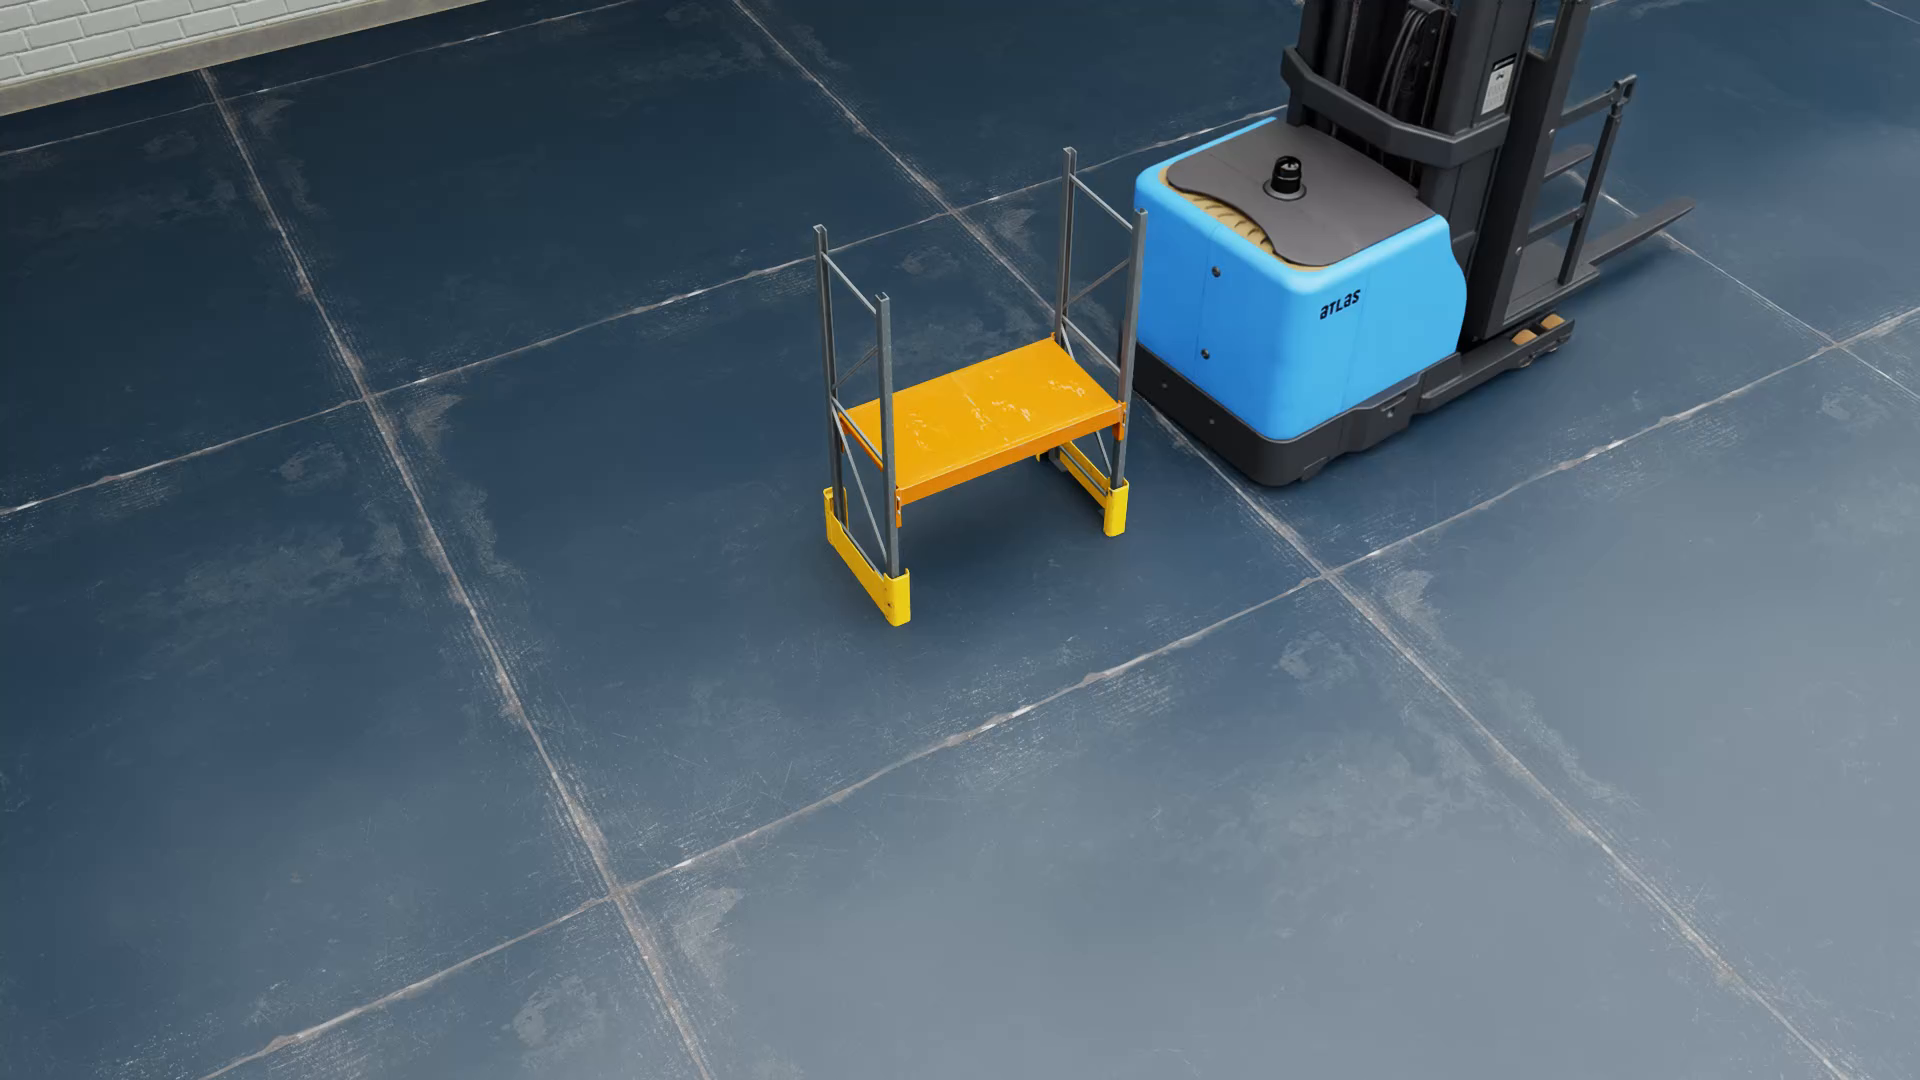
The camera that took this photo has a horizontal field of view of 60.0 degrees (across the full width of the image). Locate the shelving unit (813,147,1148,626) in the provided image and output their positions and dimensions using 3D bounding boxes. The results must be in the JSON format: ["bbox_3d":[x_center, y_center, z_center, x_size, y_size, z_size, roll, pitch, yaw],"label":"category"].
[{"bbox_3d":[0.066,-0.565,6.255,1.083,1.500,0.587,-22,48,-21],"label":"shelving unit"}]

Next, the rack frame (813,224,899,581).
[{"bbox_3d":[-0.367,-0.391,6.076,0.032,1.500,0.500,-22,48,-21],"label":"rack frame"}]

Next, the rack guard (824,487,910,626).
[{"bbox_3d":[-0.366,0.057,6.512,0.087,0.250,0.587,-22,48,-21],"label":"rack guard"}]

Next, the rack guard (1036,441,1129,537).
[{"bbox_3d":[0.498,-0.289,6.868,0.087,0.250,0.587,-22,48,-21],"label":"rack guard"}]

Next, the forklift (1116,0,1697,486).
[{"bbox_3d":[2.188,-2.110,6.819,3.031,2.935,1.130,-27,50,-25],"label":"forklift"}]

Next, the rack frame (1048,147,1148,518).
[{"bbox_3d":[0.515,-0.744,6.440,0.032,1.500,0.500,-22,48,-21],"label":"rack frame"}]

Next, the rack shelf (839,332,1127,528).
[{"bbox_3d":[0.074,-0.439,6.383,1.000,0.185,0.538,-22,48,-21],"label":"rack shelf"}]
